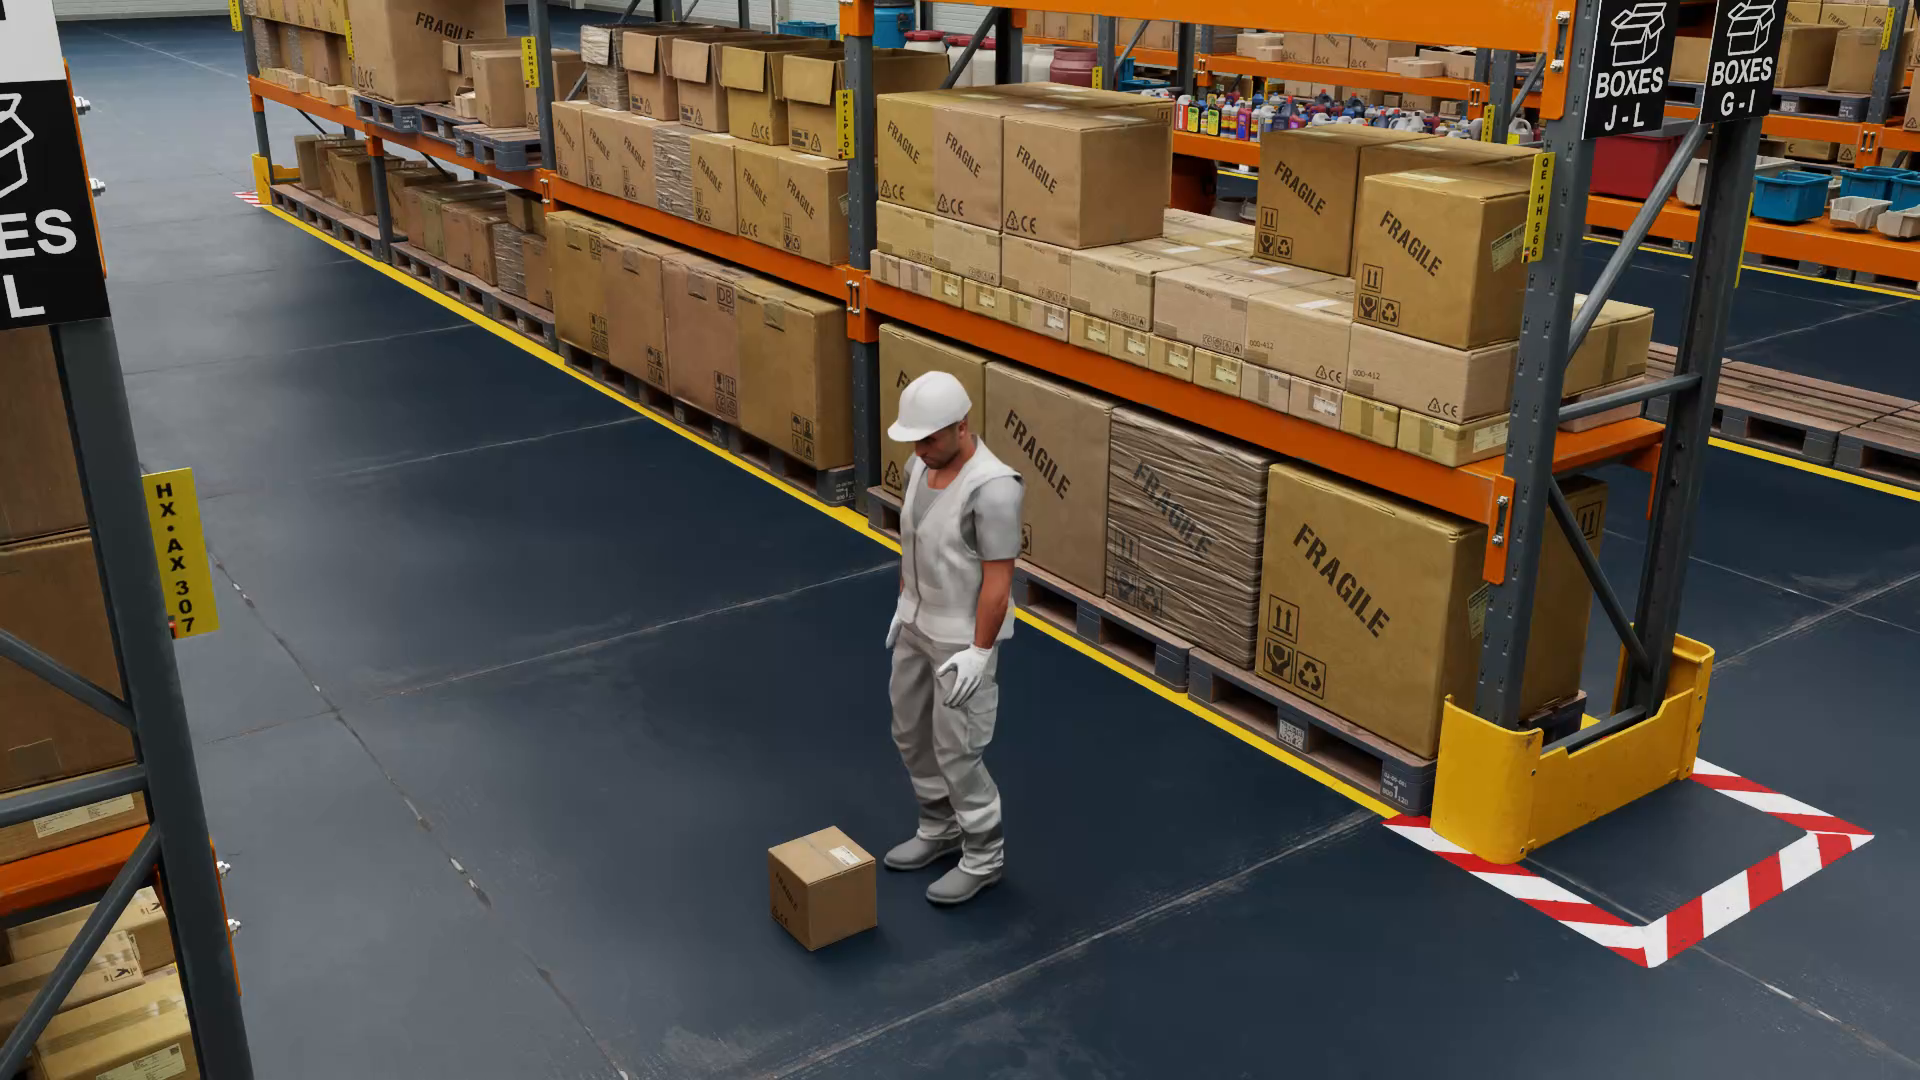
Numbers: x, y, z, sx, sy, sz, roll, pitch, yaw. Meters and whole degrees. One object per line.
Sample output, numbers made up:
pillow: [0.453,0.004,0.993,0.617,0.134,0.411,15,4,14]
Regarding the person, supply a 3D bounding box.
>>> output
person: [-0.039,0.314,5.275,0.400,1.762,0.535,-14,25,-32]
